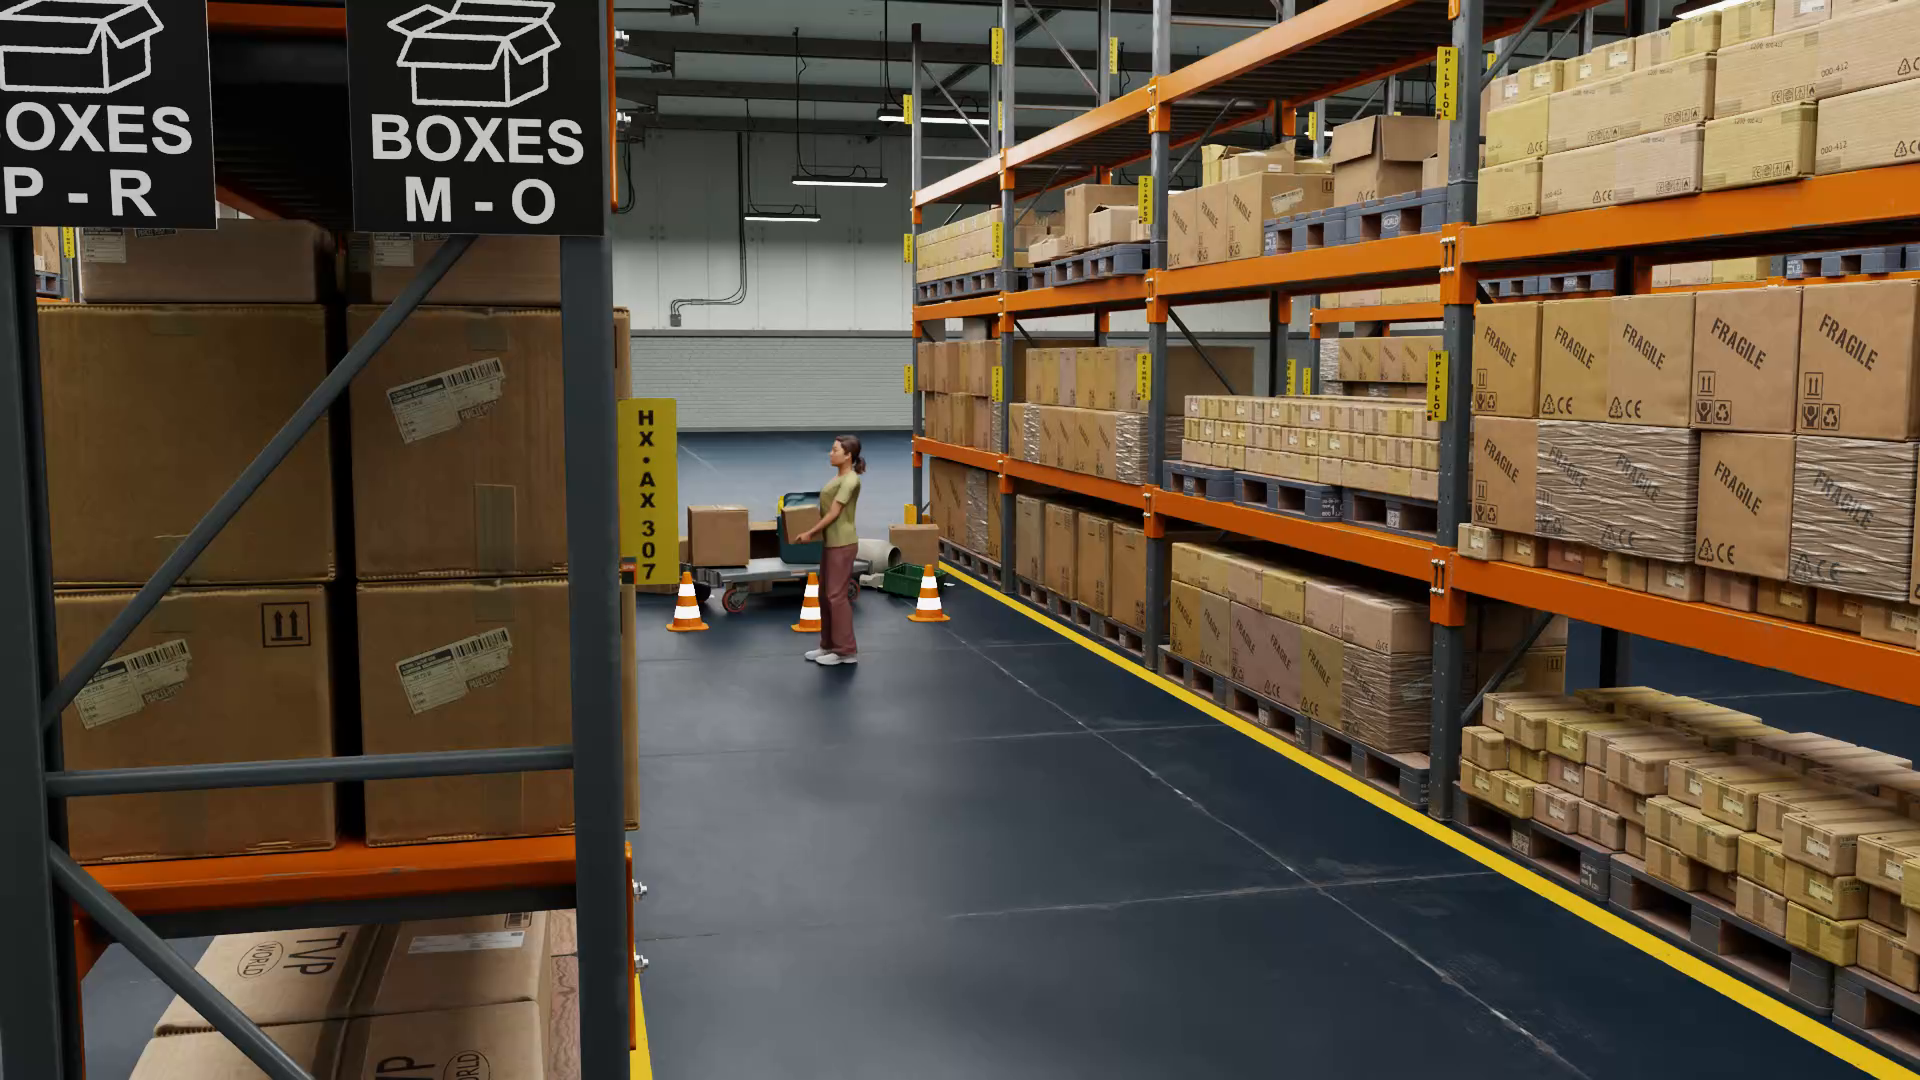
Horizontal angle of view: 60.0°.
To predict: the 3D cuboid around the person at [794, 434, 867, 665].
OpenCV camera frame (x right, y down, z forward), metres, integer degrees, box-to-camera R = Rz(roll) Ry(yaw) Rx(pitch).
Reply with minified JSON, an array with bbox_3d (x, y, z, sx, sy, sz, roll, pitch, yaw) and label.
[{"bbox_3d":[-0.946,0.065,12.104,0.553,1.663,0.425,-1,6,-13],"label":"person"}]
